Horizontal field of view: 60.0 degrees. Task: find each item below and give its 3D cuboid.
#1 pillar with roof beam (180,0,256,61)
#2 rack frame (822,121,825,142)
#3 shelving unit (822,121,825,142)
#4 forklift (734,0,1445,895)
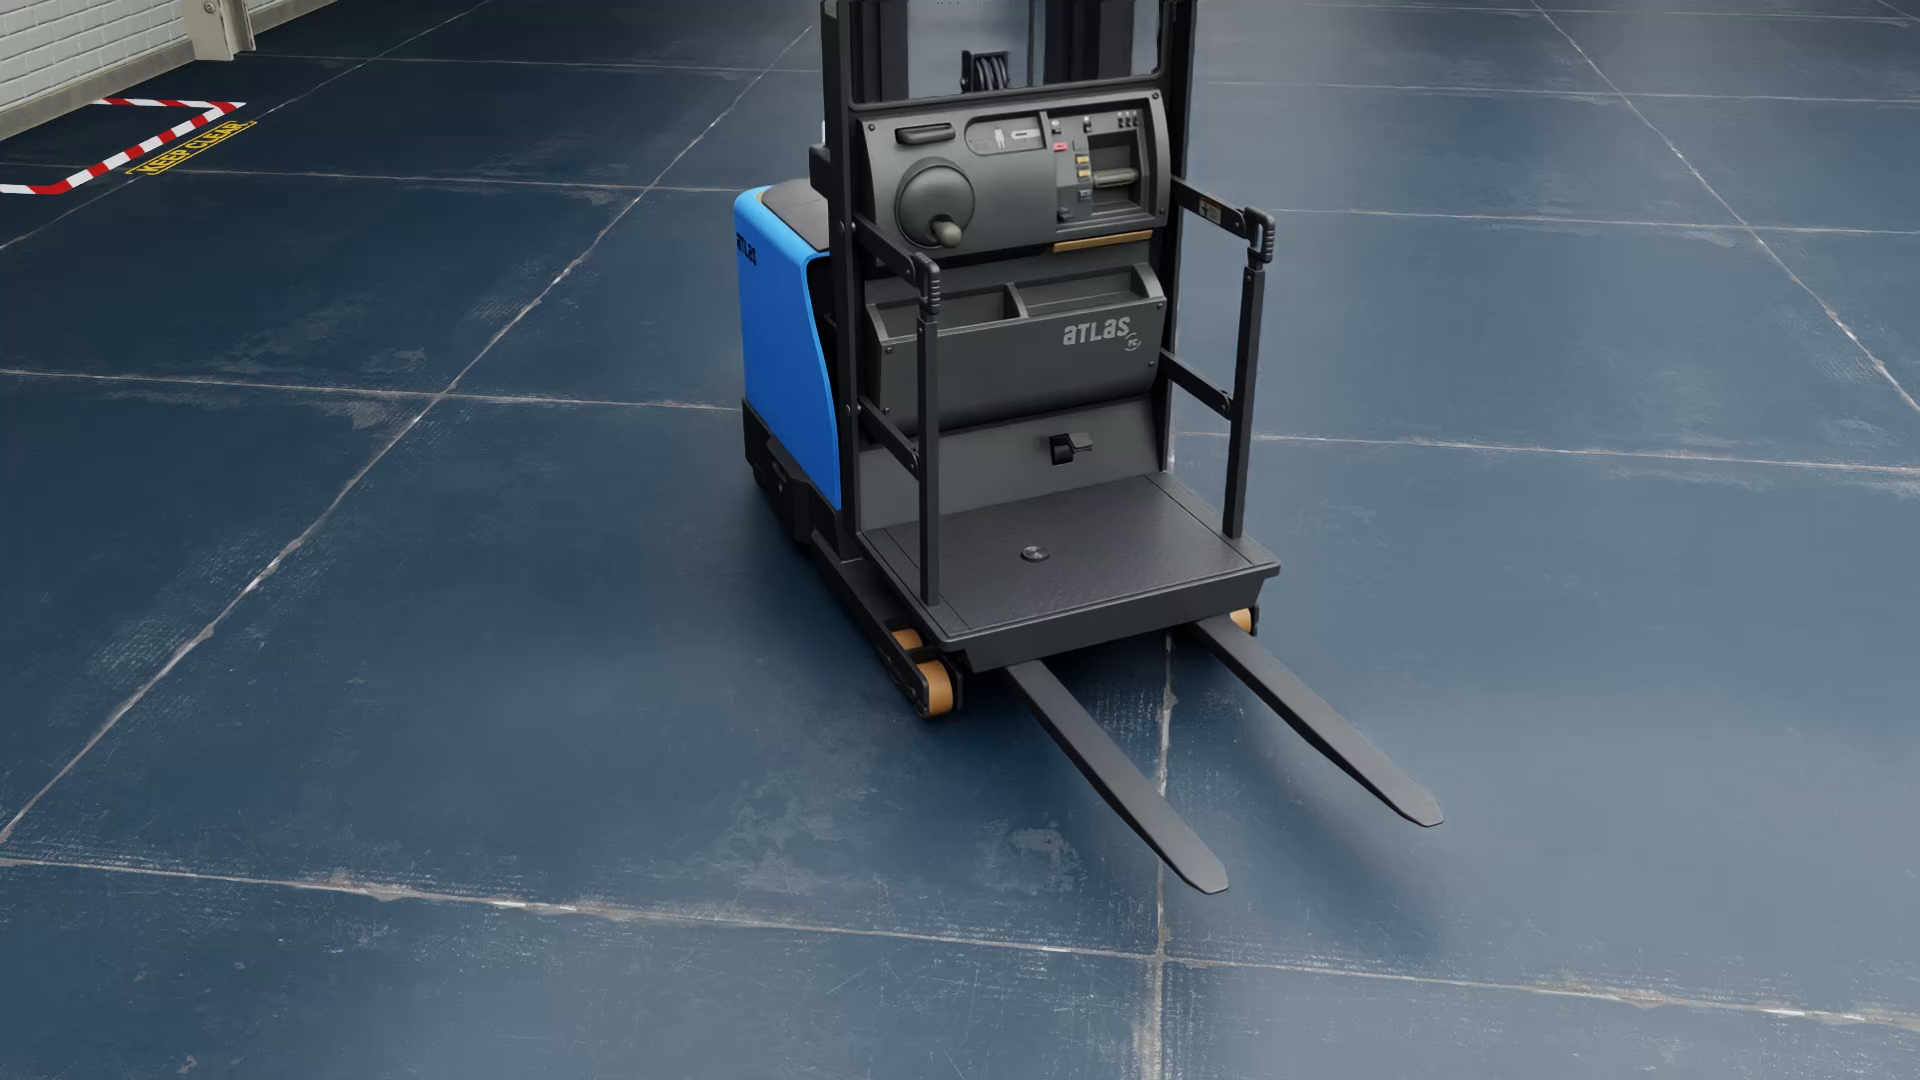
[{"bbox_3d":[-1.284,-7.380,9.961,9.100,9.000,0.400,3,28,6],"label":"pillar with roof beam"},{"bbox_3d":[-0.396,-0.960,6.267,0.240,1.200,0.015,17,33,28],"label":"rack frame"},{"bbox_3d":[-0.264,-1.057,6.448,0.258,1.200,0.503,17,33,28],"label":"shelving unit"},{"bbox_3d":[0.260,-1.009,4.533,1.130,2.935,3.031,-12,30,-21],"label":"forklift"}]
